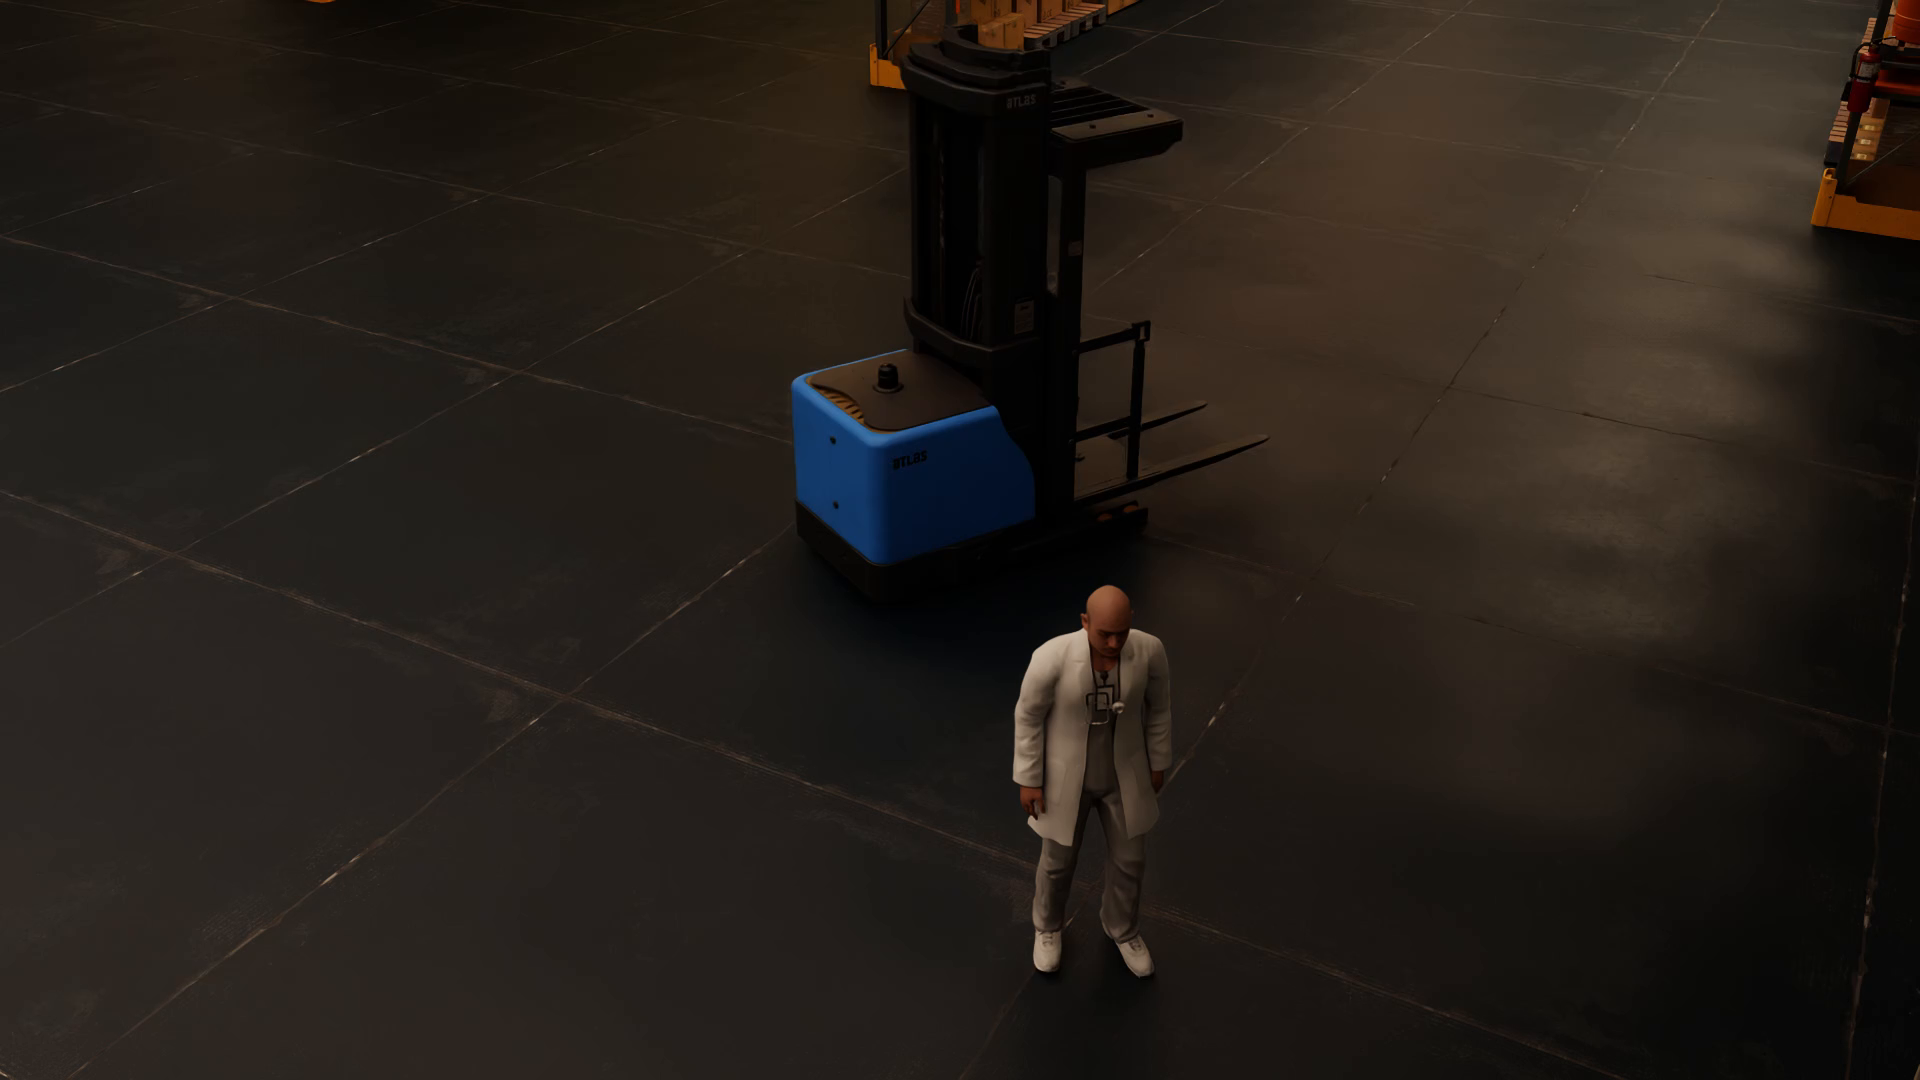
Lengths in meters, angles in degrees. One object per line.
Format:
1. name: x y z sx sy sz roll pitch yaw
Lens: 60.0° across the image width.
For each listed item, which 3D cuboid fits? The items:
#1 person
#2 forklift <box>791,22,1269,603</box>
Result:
1. person: 0.534 0.951 6.591 0.651 1.779 0.459 -4 30 -7
2. forklift: 0.537 -1.466 9.611 3.031 2.935 1.130 -18 34 -28
